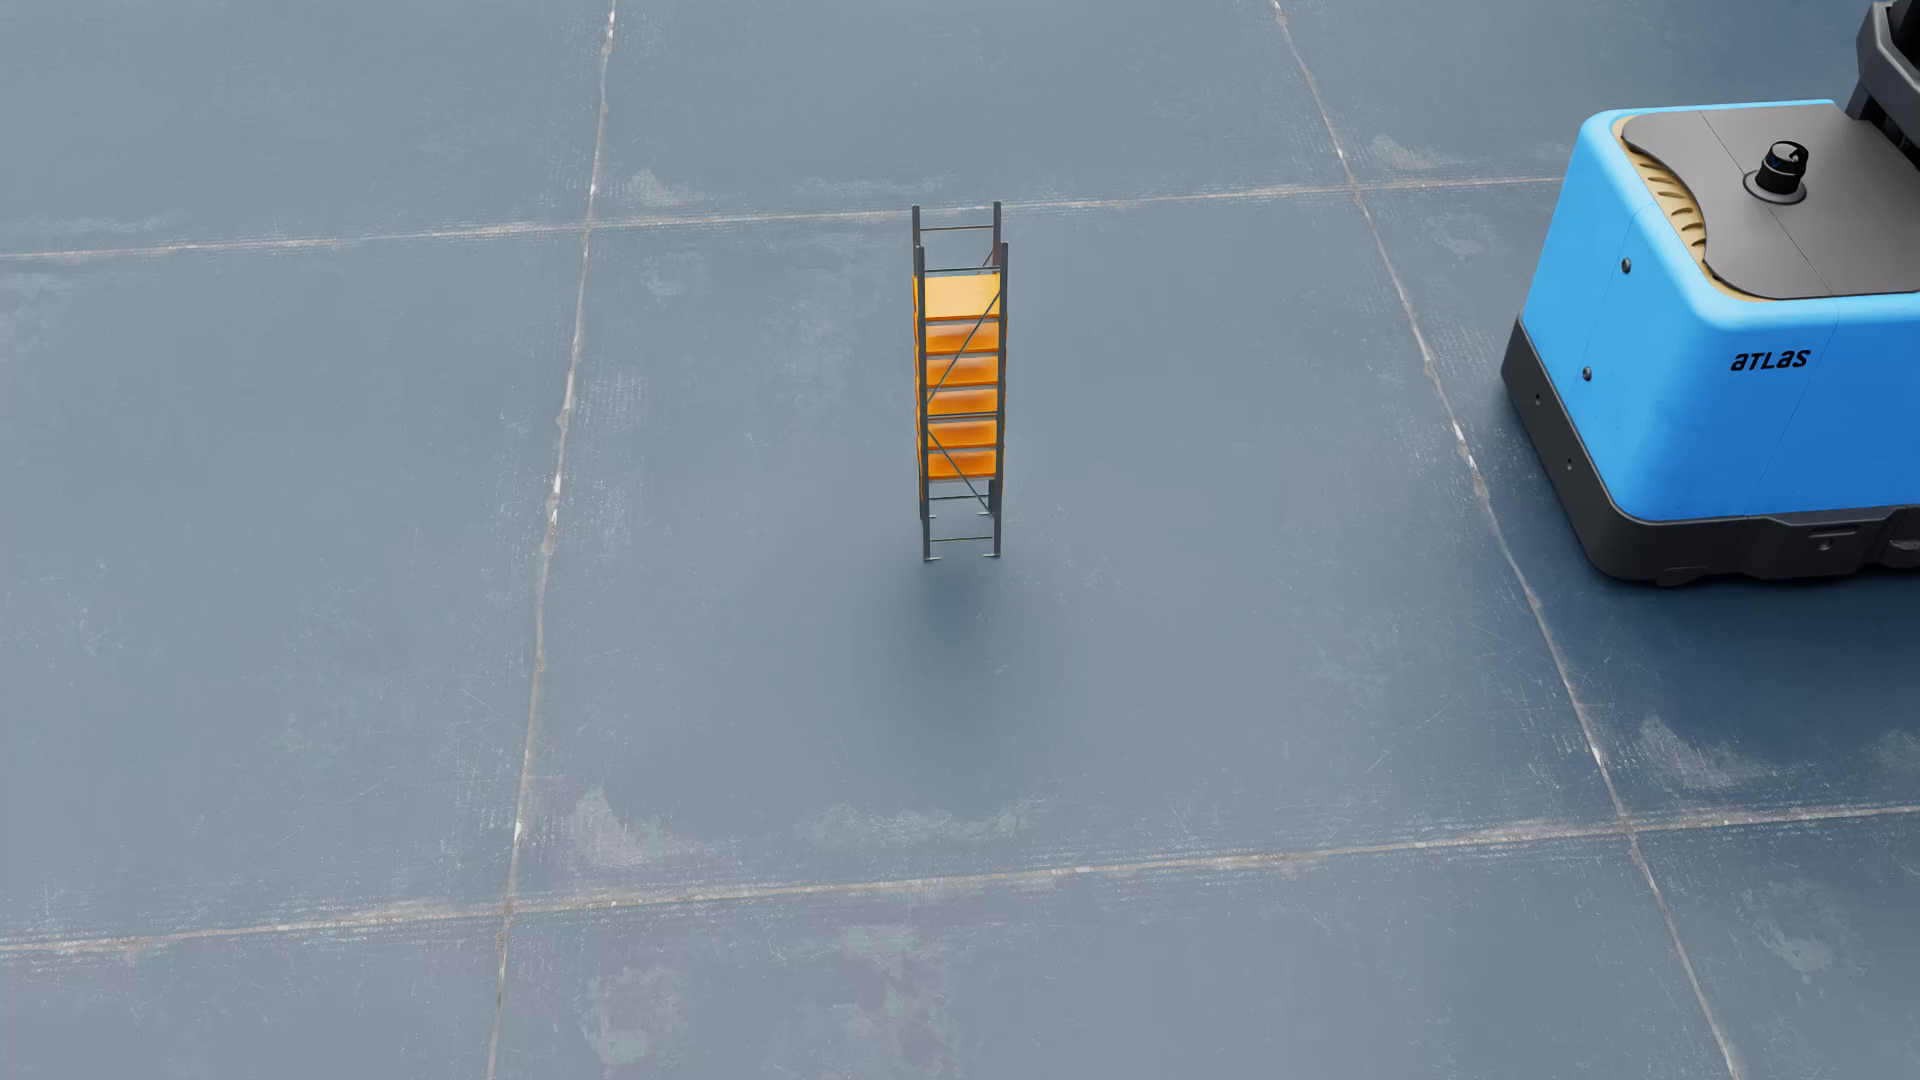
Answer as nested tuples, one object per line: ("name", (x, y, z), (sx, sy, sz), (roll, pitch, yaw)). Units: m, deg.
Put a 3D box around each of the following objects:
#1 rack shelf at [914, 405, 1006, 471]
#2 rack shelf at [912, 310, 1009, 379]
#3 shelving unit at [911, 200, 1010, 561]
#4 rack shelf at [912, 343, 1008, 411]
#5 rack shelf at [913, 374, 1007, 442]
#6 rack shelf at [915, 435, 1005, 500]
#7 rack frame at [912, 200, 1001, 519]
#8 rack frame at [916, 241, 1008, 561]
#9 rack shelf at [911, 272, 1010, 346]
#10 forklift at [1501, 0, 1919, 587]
("rack shelf", (-0.001, -0.310, 4.944), (0.258, 0.103, 0.180), (-3, 47, -3))
("rack shelf", (-0.001, -0.558, 4.682), (0.258, 0.103, 0.180), (-3, 47, -3))
("shelving unit", (-0.001, -0.423, 4.824), (0.258, 1.200, 0.189), (-3, 47, -3))
("rack shelf", (-0.001, -0.475, 4.769), (0.258, 0.103, 0.180), (-3, 47, -3))
("rack shelf", (-0.001, -0.392, 4.857), (0.258, 0.103, 0.180), (-3, 47, -3))
("rack shelf", (-0.001, -0.227, 5.031), (0.258, 0.103, 0.180), (-3, 47, -3))
("rack frame", (-0.009, -0.489, 4.887), (0.240, 1.200, 0.006), (-3, 47, -3))
("rack frame", (0.006, -0.357, 4.762), (0.240, 1.200, 0.006), (-3, 47, -3))
("rack shelf", (-0.001, -0.640, 4.595), (0.258, 0.103, 0.180), (-3, 47, -3))
("forklift", (3.396, -1.311, 4.473), (3.031, 2.935, 1.130), (-4, 47, -4))
